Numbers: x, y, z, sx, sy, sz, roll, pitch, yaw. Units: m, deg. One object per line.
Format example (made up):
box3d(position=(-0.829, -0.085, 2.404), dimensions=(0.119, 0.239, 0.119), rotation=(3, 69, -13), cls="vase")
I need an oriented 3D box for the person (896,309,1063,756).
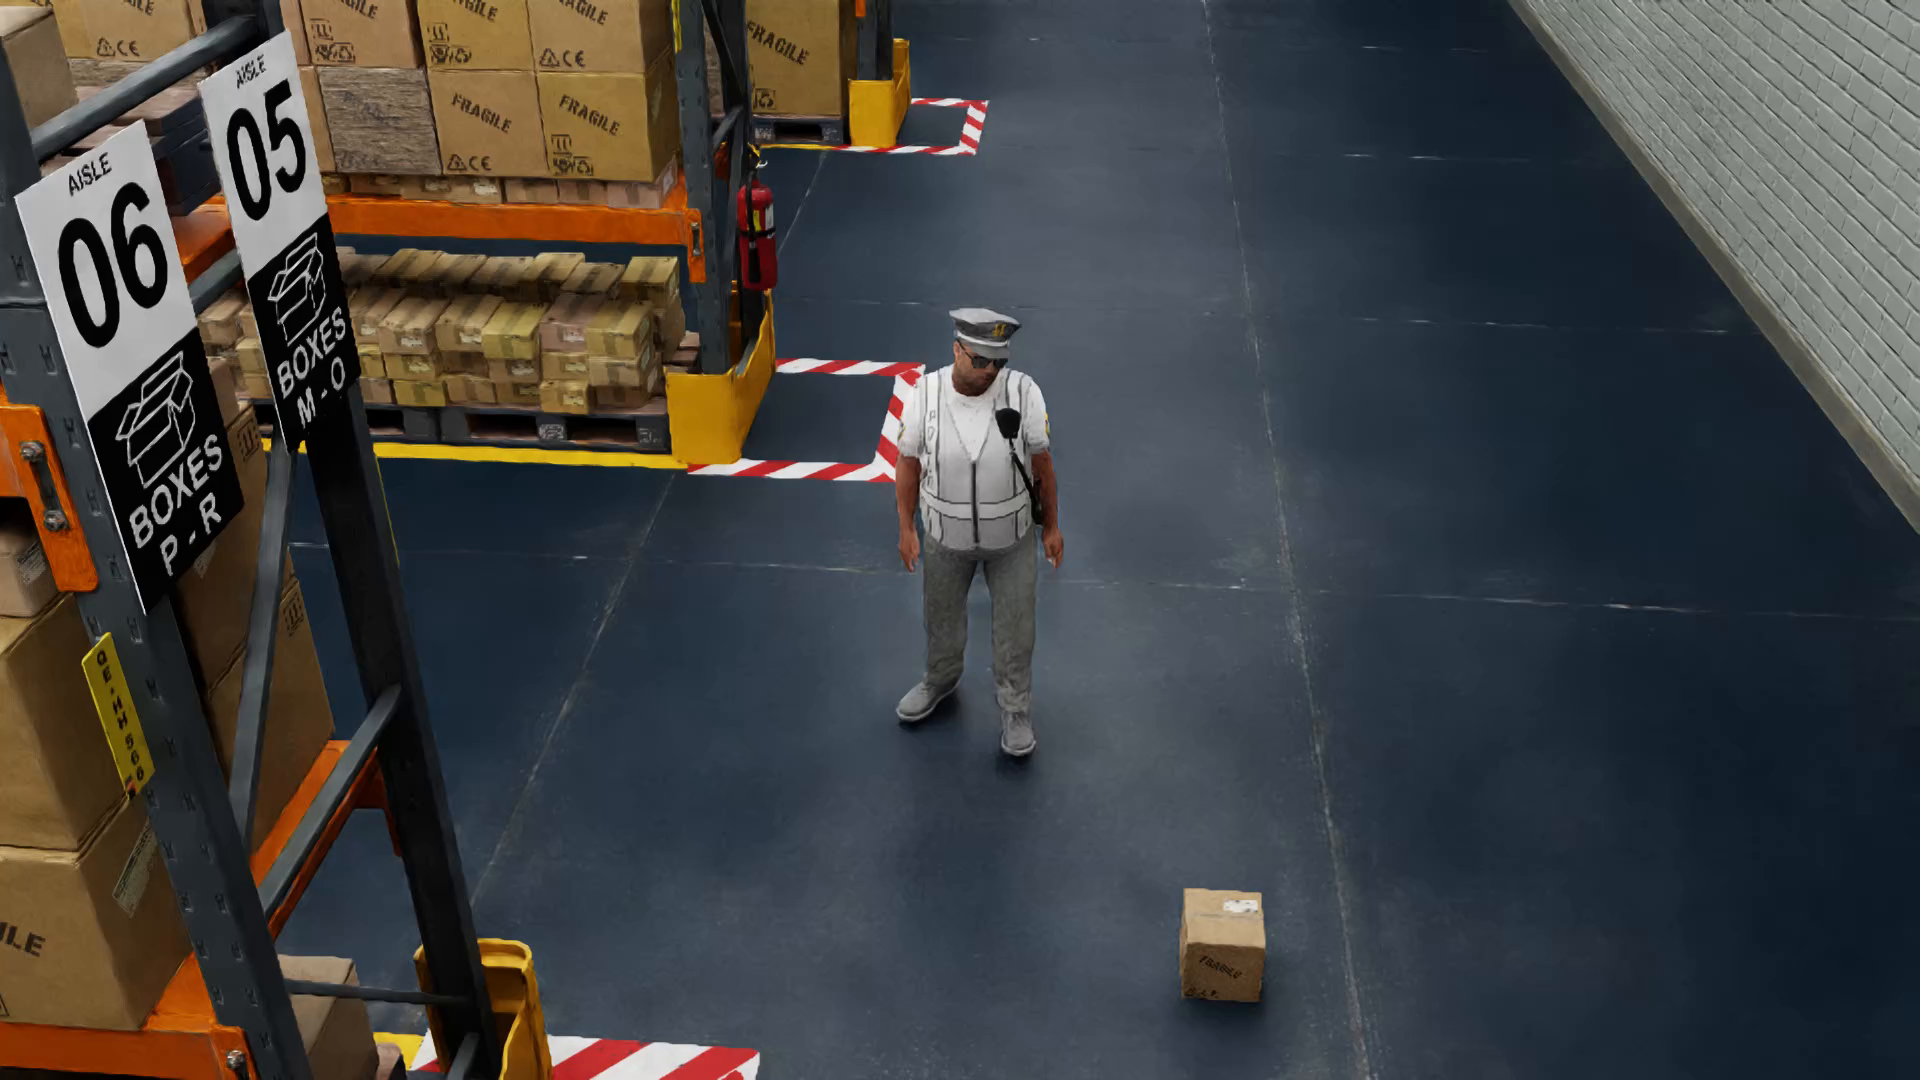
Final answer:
box3d(position=(0.063, -0.024, 6.120), dimensions=(0.638, 1.755, 0.515), rotation=(2, 32, 4), cls="person")
